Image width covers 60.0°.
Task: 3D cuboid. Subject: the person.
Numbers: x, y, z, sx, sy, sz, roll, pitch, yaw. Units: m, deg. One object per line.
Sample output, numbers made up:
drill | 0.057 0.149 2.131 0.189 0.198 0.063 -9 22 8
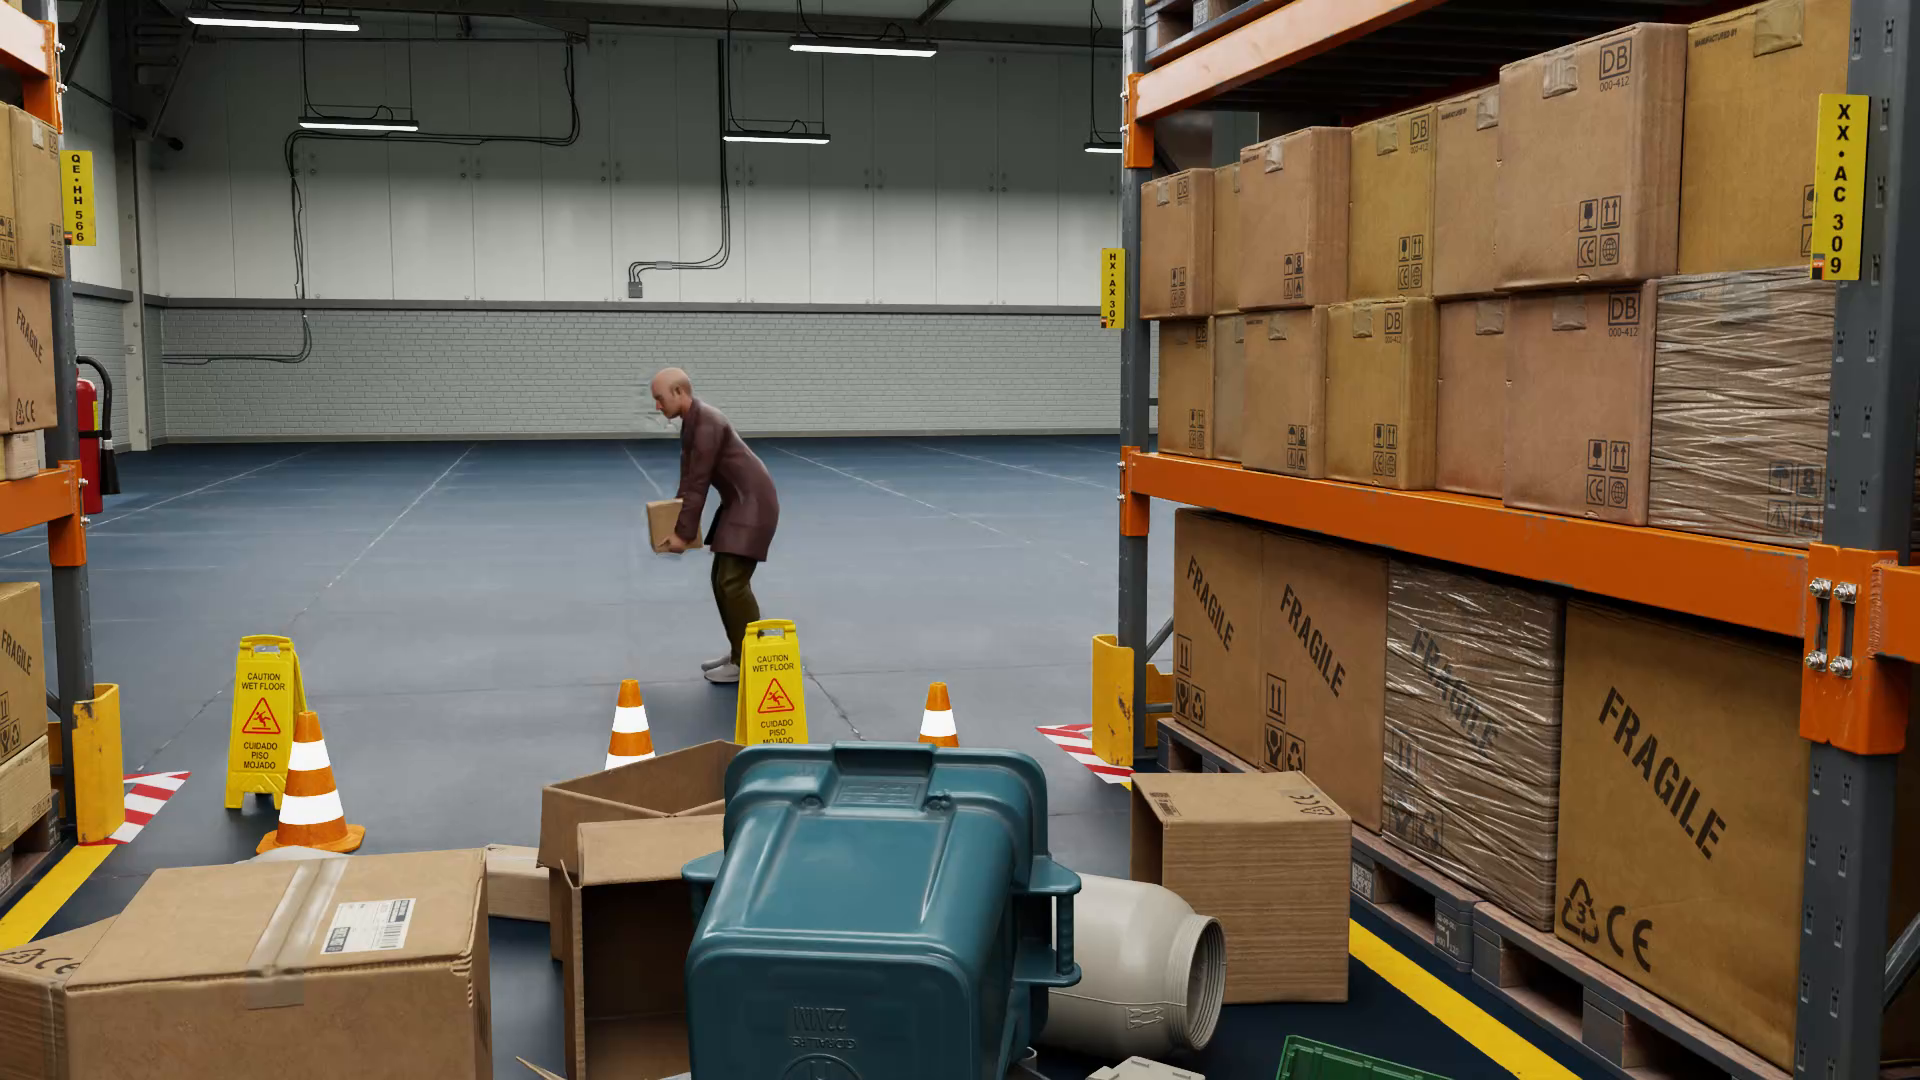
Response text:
person | -1.246 -0.011 8.831 0.570 1.504 0.546 -2 6 -15
